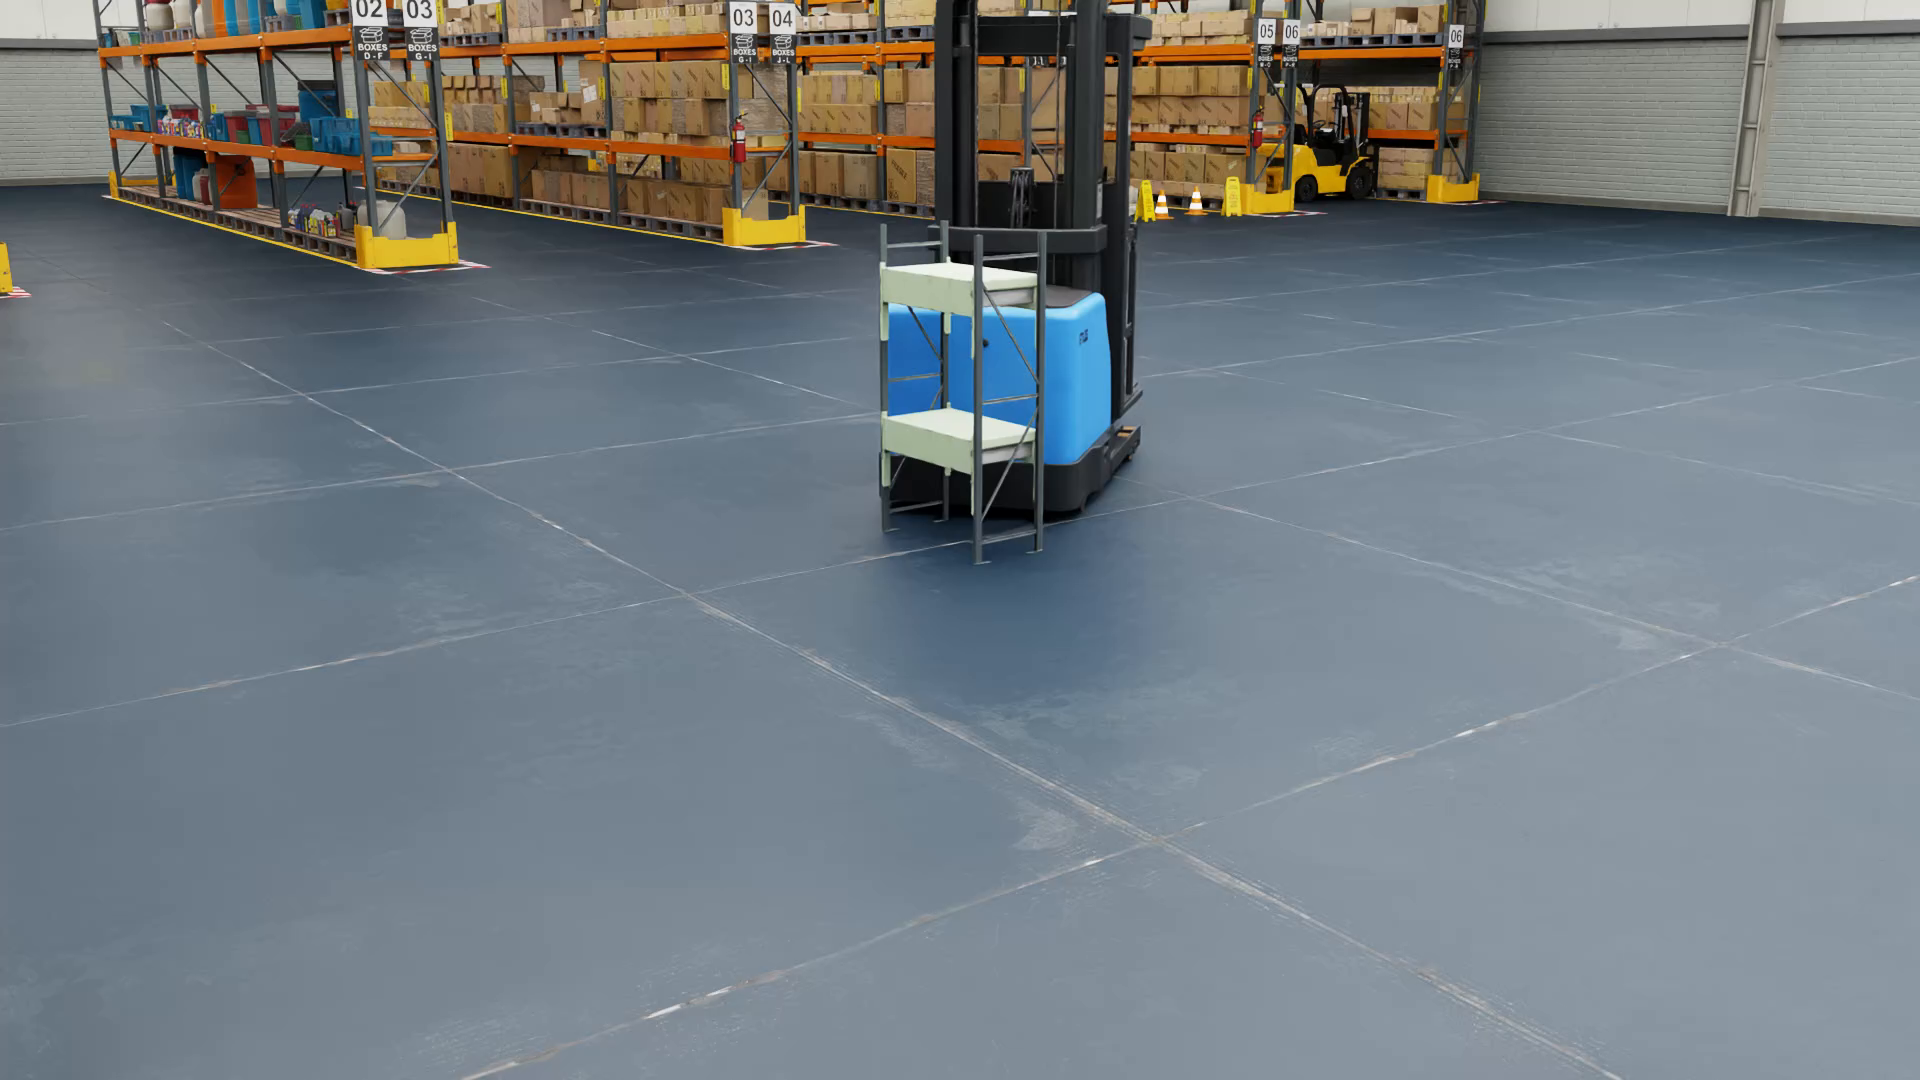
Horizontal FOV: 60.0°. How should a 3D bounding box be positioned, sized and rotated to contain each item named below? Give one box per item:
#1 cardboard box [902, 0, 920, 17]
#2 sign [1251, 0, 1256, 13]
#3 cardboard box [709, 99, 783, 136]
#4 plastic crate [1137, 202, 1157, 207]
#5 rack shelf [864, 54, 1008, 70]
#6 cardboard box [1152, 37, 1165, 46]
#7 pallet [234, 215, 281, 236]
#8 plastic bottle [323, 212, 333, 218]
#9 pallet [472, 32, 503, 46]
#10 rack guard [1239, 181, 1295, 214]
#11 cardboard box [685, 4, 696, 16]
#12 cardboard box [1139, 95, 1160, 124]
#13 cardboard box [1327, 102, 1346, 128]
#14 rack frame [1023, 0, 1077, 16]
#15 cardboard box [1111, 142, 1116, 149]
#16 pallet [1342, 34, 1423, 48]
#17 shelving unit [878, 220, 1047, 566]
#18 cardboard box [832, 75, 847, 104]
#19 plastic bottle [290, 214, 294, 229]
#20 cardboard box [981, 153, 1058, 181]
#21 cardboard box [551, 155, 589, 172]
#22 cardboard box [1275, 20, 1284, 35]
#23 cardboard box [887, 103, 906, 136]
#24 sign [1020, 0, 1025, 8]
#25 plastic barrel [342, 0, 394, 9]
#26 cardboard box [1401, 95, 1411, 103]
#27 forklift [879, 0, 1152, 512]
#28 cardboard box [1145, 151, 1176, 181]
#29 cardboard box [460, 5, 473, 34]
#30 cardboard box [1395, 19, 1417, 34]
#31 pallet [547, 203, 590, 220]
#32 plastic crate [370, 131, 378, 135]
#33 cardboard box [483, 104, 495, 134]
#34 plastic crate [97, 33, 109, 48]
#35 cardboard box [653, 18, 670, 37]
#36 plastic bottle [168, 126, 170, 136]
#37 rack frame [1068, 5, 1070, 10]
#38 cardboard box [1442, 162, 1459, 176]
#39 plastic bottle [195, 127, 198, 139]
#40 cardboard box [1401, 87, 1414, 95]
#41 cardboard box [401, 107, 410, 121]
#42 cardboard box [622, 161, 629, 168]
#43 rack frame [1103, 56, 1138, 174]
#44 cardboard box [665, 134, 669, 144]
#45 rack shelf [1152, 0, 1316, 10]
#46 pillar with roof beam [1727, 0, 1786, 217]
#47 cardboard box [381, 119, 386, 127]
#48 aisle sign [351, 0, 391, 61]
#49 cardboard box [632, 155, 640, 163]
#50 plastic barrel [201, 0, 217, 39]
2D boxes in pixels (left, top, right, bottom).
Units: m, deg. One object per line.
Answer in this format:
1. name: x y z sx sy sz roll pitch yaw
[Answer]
1. cardboard box: -0.606 -8.705 27.252 0.500 0.250 0.500 -11 19 -35
2. sign: 4.871 -8.919 27.623 0.100 0.325 0.005 -11 19 -35
3. cardboard box: -2.985 -5.903 23.207 0.875 0.500 0.500 -11 19 -35
4. plastic crate: 3.240 -6.111 30.251 0.583 0.080 0.402 10 18 33
5. rack shelf: -0.548 -10.362 35.936 1.077 0.370 4.000 -11 19 -35
6. cardboard box: 3.652 -8.914 29.755 0.380 0.149 0.250 -11 19 -36
7. pallet: -10.257 -4.752 25.038 1.003 0.211 1.213 -11 19 -35
8. plastic bottle: -8.437 -4.233 22.188 0.152 0.276 0.135 -11 19 -35
9. pallet: -7.809 -8.782 29.157 1.213 0.211 1.003 -10 18 -32
10. rack guard: 5.287 -5.938 28.824 1.175 0.500 0.348 -11 19 -35
11. cardboard box: -3.574 -7.332 23.029 0.380 0.149 0.250 -11 19 -34
12. cardboard box: 3.612 -7.823 30.224 0.500 0.500 0.500 -11 19 -35
13. cardboard box: 7.661 -8.449 33.075 0.500 0.500 0.500 -11 19 -35
14. rack frame: 1.387 -9.231 24.757 1.000 3.000 0.127 -11 19 -35
15. cardboard box: 3.723 -9.163 38.582 0.380 0.149 0.250 -10 18 -33
16. pallet: 8.229 -9.718 32.387 1.003 0.211 1.213 -11 19 -35
17. shelving unit: 0.002 -0.713 7.839 0.431 1.500 0.755 -11 19 -36
18. cardboard box: -1.862 -8.045 29.703 0.700 0.500 0.500 -11 19 -34
19. plastic bottle: -9.150 -4.379 22.862 0.097 0.201 0.097 0 15 0
20. cardboard box: 0.935 -5.650 26.265 0.875 0.875 0.875 -11 19 -34
21. cardboard box: -6.650 -6.416 28.315 0.500 0.250 0.500 -8 17 -28
22. cardboard box: 5.252 -8.794 28.563 0.500 0.250 0.500 -11 19 -36
23. cardboard box: -0.738 -7.187 28.369 0.875 0.550 0.550 -11 19 -35
24. sign: 0.940 -8.092 24.750 0.100 0.325 0.005 -11 19 -35
25. plastic barrel: -7.079 -6.761 19.805 0.600 0.830 0.708 -11 19 -35
26. cardboard box: 8.637 -8.405 31.685 0.380 0.149 0.250 -10 18 -34
27. forklift: 0.460 -1.902 9.473 1.130 2.935 3.031 4 16 15
28. cardboard box: 3.736 -6.828 30.334 0.500 0.500 0.500 -10 18 -32
29. cardboard box: -8.606 -9.429 30.173 0.797 0.503 0.637 -11 19 -35
30. cardboard box: 8.463 -9.715 31.478 0.396 0.266 0.258 -11 19 -34
31. pallet: -6.216 -5.525 27.863 1.003 0.211 1.213 -11 19 -35
32. plastic crate: -8.172 -5.409 22.437 0.499 0.251 0.616 -11 19 -35
33. cardboard box: -8.167 -7.520 29.680 0.500 0.500 0.500 -11 19 -35
34. plastic crate: -16.097 -9.495 31.652 0.497 0.269 0.590 -11 19 -35
35. cardboard box: -4.063 -7.351 23.853 0.500 0.250 0.500 -11 19 -35
36. plastic bottle: -13.406 -6.980 28.274 0.097 0.201 0.097 0 15 0
37. rack frame: 2.289 -13.355 39.823 1.000 3.000 0.127 -11 19 -35
38. cardboard box: 9.236 -7.149 31.979 0.500 0.250 0.500 -10 18 -34
39. plastic bottle: -12.223 -6.550 26.704 0.097 0.201 0.097 0 15 0
40. cardboard box: 8.618 -8.546 31.638 0.380 0.149 0.250 -10 18 -33
41. cardboard box: -10.818 -8.495 33.154 0.500 0.250 0.500 -10 18 -33
42. cardboard box: -7.293 -8.354 36.958 0.380 0.149 0.250 -12 19 -37
43. rack frame: 2.980 -7.981 31.556 1.000 3.000 0.127 -11 19 -35
44. cardboard box: -4.076 -5.865 24.298 0.380 0.149 0.250 -11 19 -35
45. rack shelf: 5.817 -11.533 35.290 1.077 0.370 4.000 -11 19 -35
46. pillar with roof beam: 9.710 -9.131 24.393 9.100 9.000 0.400 -11 19 -35
47. cardboard box: -11.693 -8.593 34.265 0.380 0.149 0.250 -11 19 -35
48. aisle sign: -6.888 -6.013 19.438 0.394 0.787 0.004 -11 19 -35
49. cardboard box: -6.914 -8.317 36.259 0.380 0.149 0.250 -12 19 -36
50. plastic barrel: -11.087 -8.008 25.021 0.600 0.901 0.600 0 15 0
